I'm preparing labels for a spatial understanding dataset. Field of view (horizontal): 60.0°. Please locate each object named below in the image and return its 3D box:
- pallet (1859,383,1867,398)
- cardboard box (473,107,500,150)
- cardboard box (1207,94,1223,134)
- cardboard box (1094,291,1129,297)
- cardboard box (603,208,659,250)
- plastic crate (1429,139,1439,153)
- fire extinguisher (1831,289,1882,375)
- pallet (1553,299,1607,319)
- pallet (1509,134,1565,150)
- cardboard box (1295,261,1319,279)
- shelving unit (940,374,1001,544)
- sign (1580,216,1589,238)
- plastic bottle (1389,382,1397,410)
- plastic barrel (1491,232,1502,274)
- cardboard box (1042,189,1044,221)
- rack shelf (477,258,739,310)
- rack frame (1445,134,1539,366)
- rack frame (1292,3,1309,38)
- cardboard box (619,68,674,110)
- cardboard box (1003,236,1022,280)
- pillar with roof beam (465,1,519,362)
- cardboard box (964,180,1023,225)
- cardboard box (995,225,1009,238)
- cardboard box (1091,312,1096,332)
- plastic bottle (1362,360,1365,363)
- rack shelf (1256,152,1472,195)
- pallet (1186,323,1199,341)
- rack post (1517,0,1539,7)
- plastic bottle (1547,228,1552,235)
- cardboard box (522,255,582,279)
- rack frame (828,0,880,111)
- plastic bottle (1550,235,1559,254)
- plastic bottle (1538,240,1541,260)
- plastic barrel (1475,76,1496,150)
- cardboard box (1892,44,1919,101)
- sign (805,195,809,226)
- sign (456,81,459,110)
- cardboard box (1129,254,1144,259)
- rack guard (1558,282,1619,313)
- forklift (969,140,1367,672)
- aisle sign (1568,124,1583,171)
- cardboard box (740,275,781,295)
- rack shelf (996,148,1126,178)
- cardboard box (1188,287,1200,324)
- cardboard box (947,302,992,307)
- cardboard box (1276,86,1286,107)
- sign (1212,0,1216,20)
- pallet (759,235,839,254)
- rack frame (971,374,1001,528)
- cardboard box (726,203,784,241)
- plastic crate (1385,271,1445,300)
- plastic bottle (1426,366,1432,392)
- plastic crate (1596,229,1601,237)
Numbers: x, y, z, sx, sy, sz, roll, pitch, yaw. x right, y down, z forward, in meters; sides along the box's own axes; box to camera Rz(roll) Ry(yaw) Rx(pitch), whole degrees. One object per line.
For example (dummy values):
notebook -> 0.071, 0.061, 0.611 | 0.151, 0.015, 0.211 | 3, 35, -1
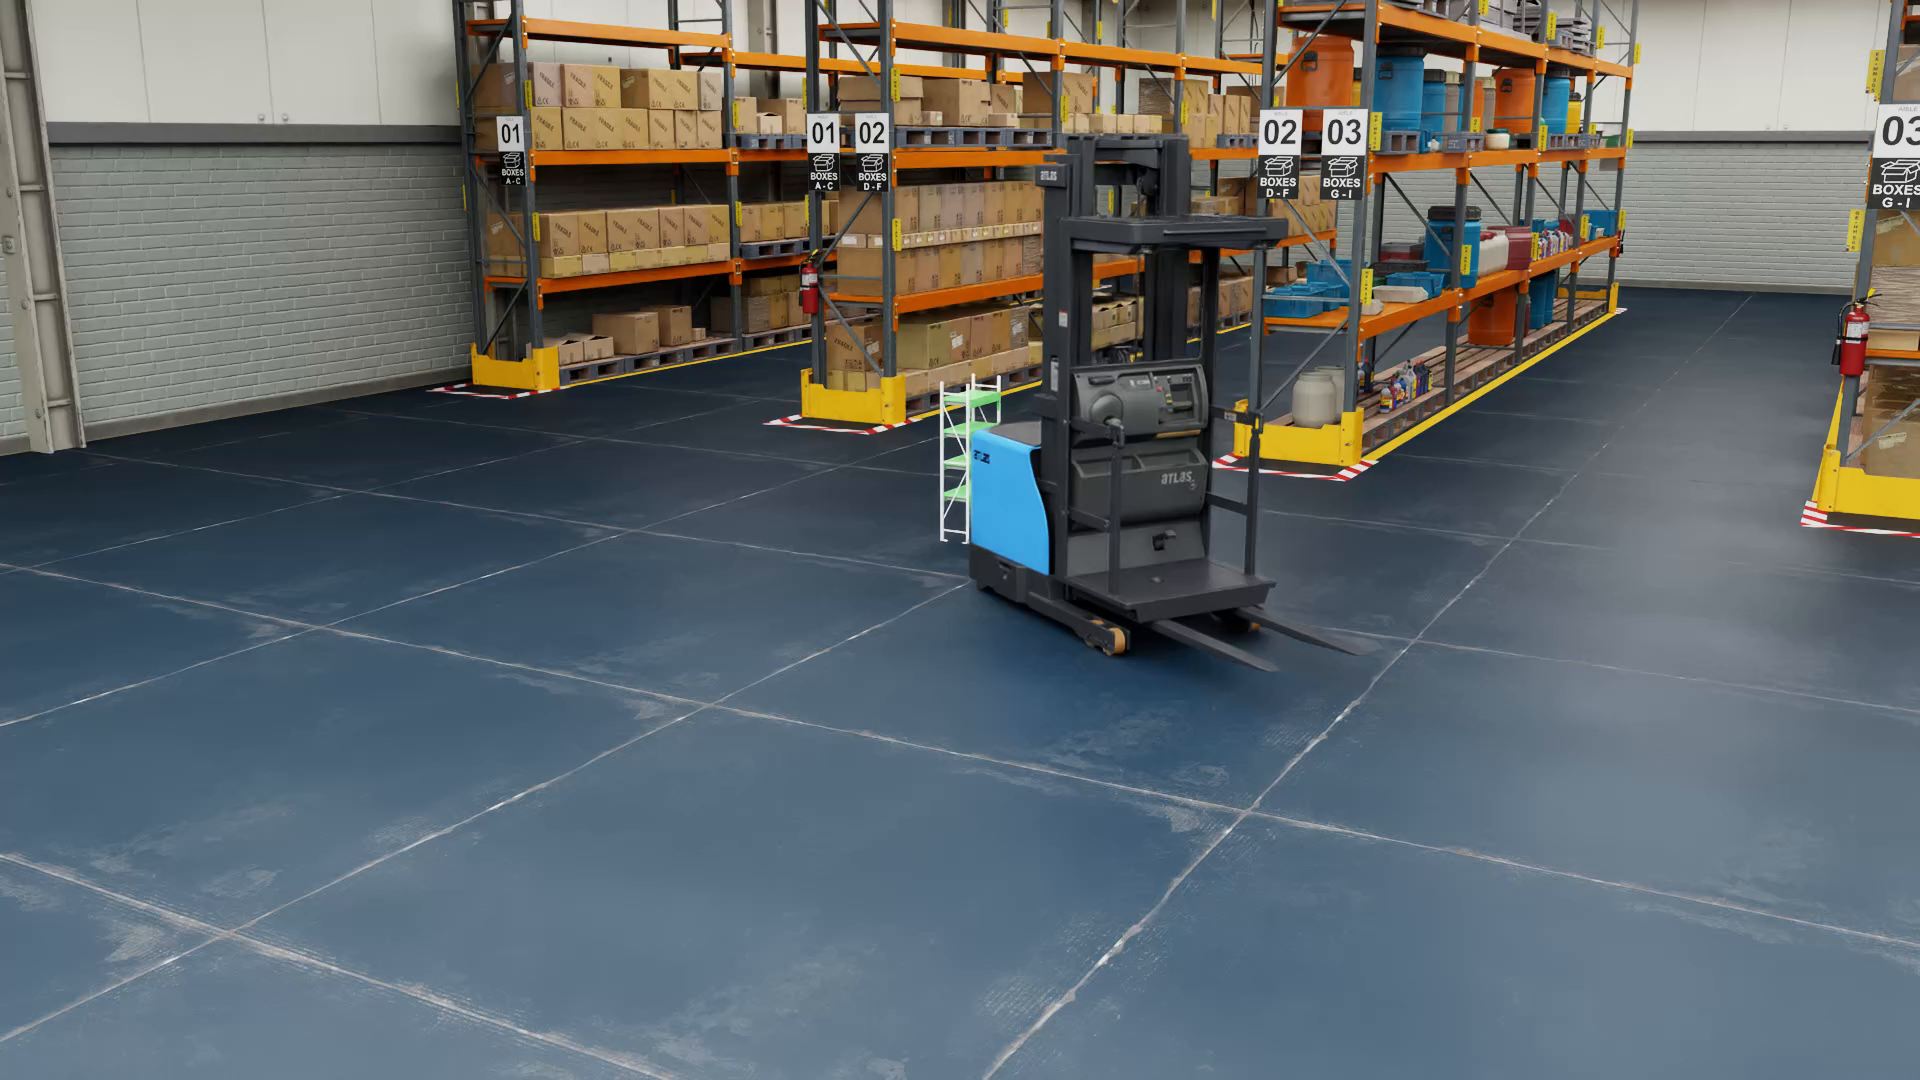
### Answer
pallet -> 10.427, -1.530, 18.429 | 1.003, 0.211, 1.213 | 7, 15, 28
cardboard box -> -5.499, -4.968, 20.085 | 0.500, 0.500, 0.500 | 9, 16, 32
cardboard box -> 3.710, -6.629, 25.909 | 0.600, 0.600, 0.600 | 7, 15, 26
cardboard box -> 2.216, -3.484, 24.359 | 0.500, 0.311, 0.500 | 8, 16, 30
cardboard box -> -4.243, -4.015, 21.466 | 0.500, 0.500, 0.500 | 8, 16, 30
plastic crate -> 4.705, -3.990, 16.848 | 0.243, 0.136, 0.396 | 7, 15, 28
fire extinguisher -> 7.070, -1.645, 13.121 | 0.296, 0.674, 0.183 | 7, 15, 28
pallet -> 10.496, -3.977, 28.580 | 1.003, 0.211, 1.213 | 7, 15, 28
pallet -> 7.516, -5.368, 22.404 | 1.003, 0.211, 1.213 | 7, 15, 28
cardboard box -> 6.547, -4.919, 30.931 | 0.500, 0.500, 0.500 | 7, 15, 28
shelving unit -> 0.080, -0.617, 12.534 | 0.258, 1.200, 0.503 | 7, 15, 28
sign -> 9.475, -4.749, 25.240 | 0.100, 0.325, 0.005 | 7, 15, 28
plastic bottle -> 4.468, -1.489, 17.168 | 0.061, 0.283, 0.133 | 8, 16, 29
plastic barrel -> 6.547, -3.589, 20.781 | 0.421, 0.512, 0.421 | 0, 14, 0
cardboard box -> 1.299, -6.354, 31.850 | 0.980, 0.700, 0.700 | 7, 15, 25
rack shelf -> -4.512, -3.398, 21.763 | 1.077, 0.370, 4.000 | 7, 15, 28
rack frame -> 7.061, -3.856, 22.128 | 1.000, 3.000, 0.127 | 7, 15, 28
rack frame -> 6.594, -8.976, 30.565 | 1.000, 3.000, 0.127 | 7, 15, 28
cardboard box -> -4.049, -5.805, 21.423 | 0.500, 0.500, 0.500 | 7, 15, 26
cardboard box -> 0.335, -3.445, 20.211 | 0.700, 0.500, 0.500 | 7, 15, 27
pillar with roof beam -> -2.129, -6.008, 18.252 | 9.100, 9.000, 0.400 | 7, 15, 28
cardboard box -> 0.341, -4.081, 20.081 | 0.700, 0.500, 0.500 | 7, 15, 28
cardboard box -> 0.355, -3.673, 19.771 | 0.380, 0.149, 0.250 | 7, 15, 28
cardboard box -> 1.457, -2.896, 21.921 | 0.500, 0.311, 0.500 | 7, 15, 27
plastic bottle -> 4.589, -1.907, 18.927 | 0.097, 0.271, 0.097 | 0, 14, 0
rack shelf -> 4.160, -3.734, 16.755 | 1.077, 0.370, 4.000 | 7, 15, 28
pallet -> 3.121, -3.211, 25.404 | 1.003, 0.211, 1.213 | 7, 15, 28
rack post -> 7.352, -7.194, 22.074 | 0.624, 0.289, 0.986 | 7, 15, 28
plastic bottle -> 8.710, -4.444, 24.670 | 0.144, 0.351, 0.185 | 7, 15, 28
cardboard box -> -4.965, -3.338, 20.258 | 0.500, 0.250, 0.500 | 7, 15, 26
rack frame -> -1.612, -7.895, 26.081 | 1.000, 3.000, 0.127 | 7, 15, 28
plastic bottle -> 8.667, -4.321, 24.320 | 0.152, 0.276, 0.135 | 7, 15, 28
plastic bottle -> 8.033, -4.036, 23.149 | 0.097, 0.271, 0.097 | 0, 14, 0
plastic barrel -> 6.474, -5.414, 21.121 | 0.600, 0.901, 0.600 | 0, 14, 0
cardboard box -> 8.057, -3.895, 13.974 | 0.500, 0.500, 0.500 | 7, 15, 28
sign -> -1.609, -3.519, 17.755 | 0.100, 0.325, 0.005 | 7, 15, 28
sign -> -5.955, -5.293, 19.799 | 0.100, 0.325, 0.005 | 7, 15, 28
cardboard box -> 2.534, -4.080, 23.594 | 0.380, 0.149, 0.250 | 7, 15, 28
rack guard -> 10.928, -4.289, 29.256 | 1.175, 0.500, 0.348 | 7, 15, 28
forklift -> 1.204, -0.868, 9.880 | 1.130, 2.935, 3.031 | -7, 15, -27
aisle sign -> 10.703, -6.810, 28.833 | 0.394, 0.787, 0.004 | 7, 15, 28
cardboard box -> -2.994, -3.765, 24.544 | 0.500, 0.250, 0.500 | 7, 15, 27
rack shelf -> 1.760, -5.116, 22.490 | 1.077, 0.370, 4.000 | 7, 15, 28
cardboard box -> 3.445, -3.586, 25.402 | 0.500, 0.500, 0.500 | 7, 15, 26
cardboard box -> 0.060, -2.666, 20.564 | 0.500, 0.500, 0.500 | 7, 15, 28
cardboard box -> 5.228, -7.422, 28.174 | 0.700, 0.500, 0.500 | 7, 15, 28
sign -> 4.194, -8.713, 27.312 | 0.100, 0.325, 0.005 | 7, 15, 28
pallet -> -2.533, -4.475, 25.103 | 1.003, 0.211, 1.213 | 7, 15, 28
rack frame -> 0.198, -0.667, 12.741 | 0.240, 1.200, 0.015 | 7, 15, 28
cardboard box -> -2.993, -4.635, 24.206 | 0.700, 0.500, 0.500 | 9, 16, 34
plastic crate -> 4.830, -2.705, 17.672 | 0.499, 0.251, 0.616 | 7, 15, 28
plastic bottle -> 5.183, -1.793, 18.427 | 0.061, 0.283, 0.133 | 8, 16, 31
plastic crate -> 10.540, -5.153, 27.942 | 0.396, 0.136, 0.243 | 7, 15, 28
